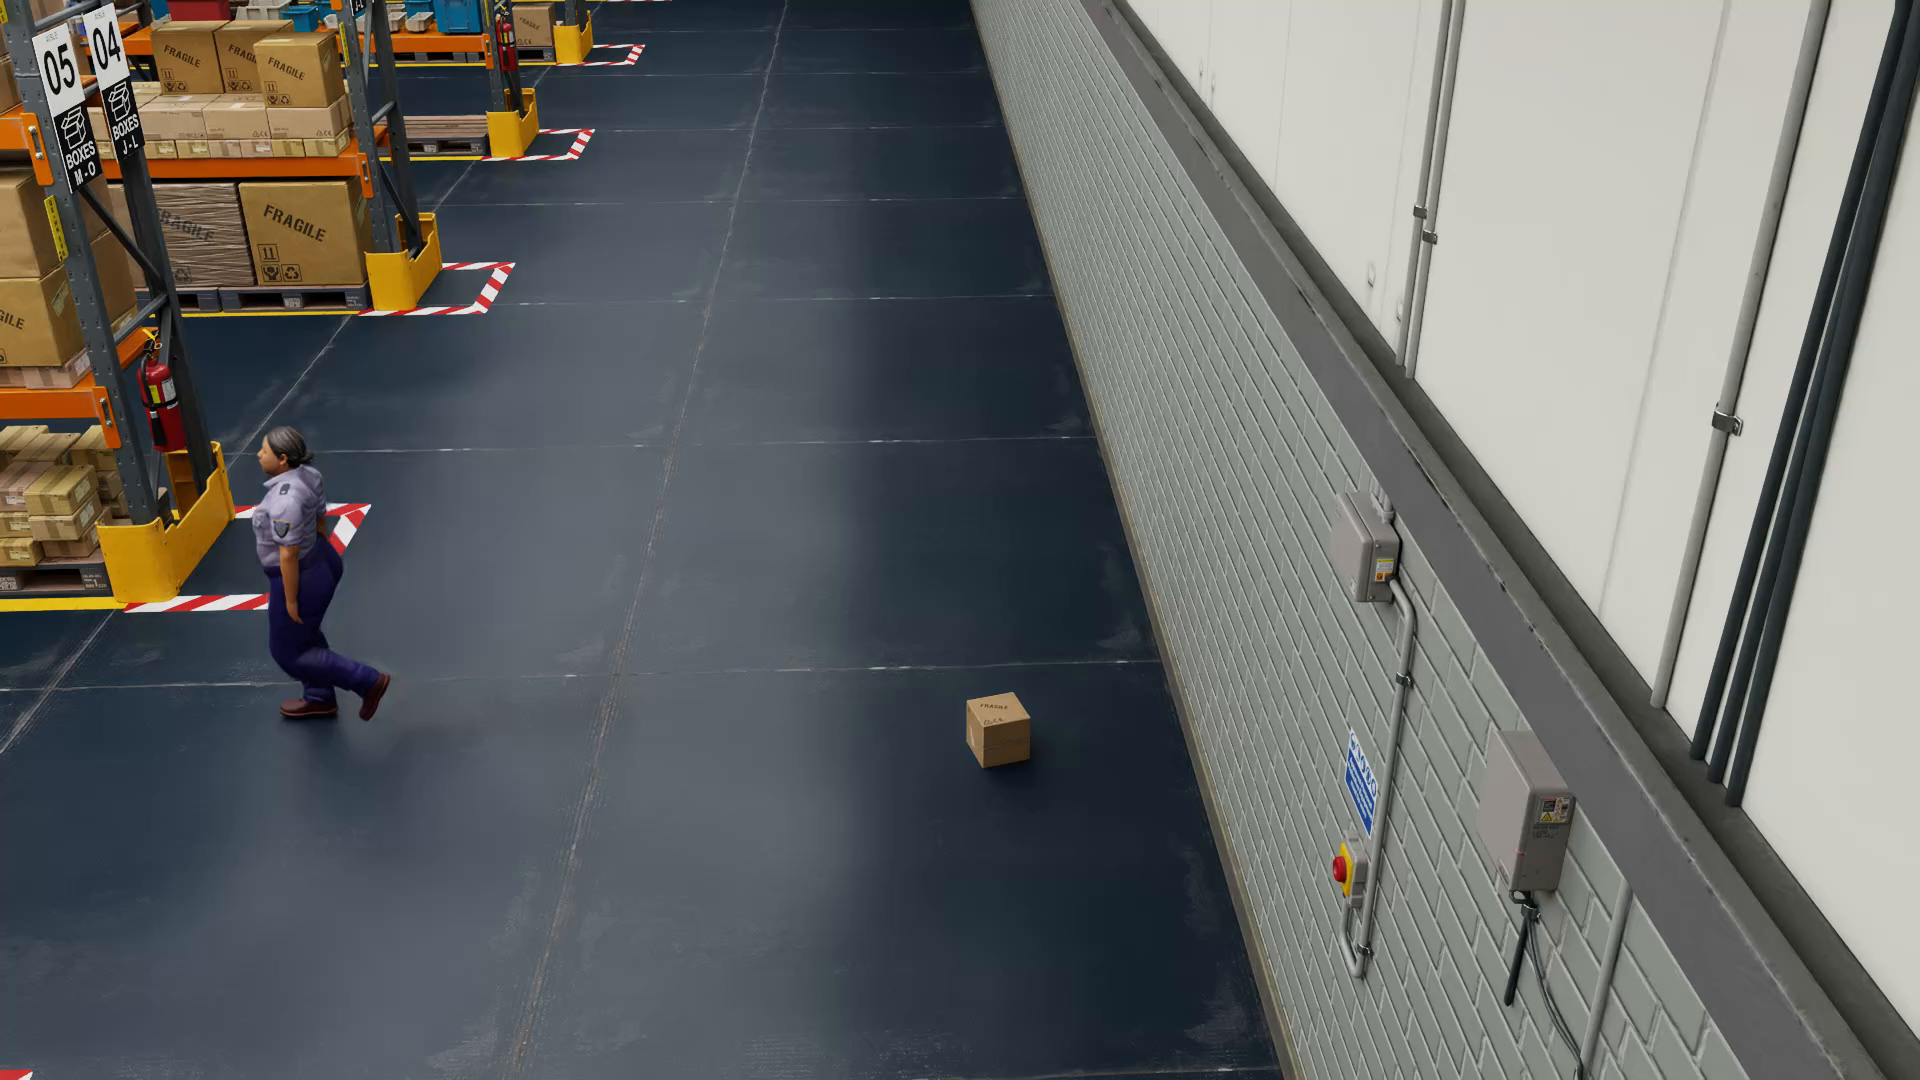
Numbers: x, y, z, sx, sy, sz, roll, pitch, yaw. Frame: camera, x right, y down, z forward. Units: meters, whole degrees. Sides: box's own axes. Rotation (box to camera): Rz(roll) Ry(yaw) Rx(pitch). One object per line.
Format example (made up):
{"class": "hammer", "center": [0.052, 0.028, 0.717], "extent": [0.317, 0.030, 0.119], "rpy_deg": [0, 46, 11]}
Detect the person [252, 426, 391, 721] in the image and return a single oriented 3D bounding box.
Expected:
{"class": "person", "center": [-3.207, 0.200, 8.221], "extent": [0.646, 1.628, 0.480], "rpy_deg": [-2, 28, -4]}
